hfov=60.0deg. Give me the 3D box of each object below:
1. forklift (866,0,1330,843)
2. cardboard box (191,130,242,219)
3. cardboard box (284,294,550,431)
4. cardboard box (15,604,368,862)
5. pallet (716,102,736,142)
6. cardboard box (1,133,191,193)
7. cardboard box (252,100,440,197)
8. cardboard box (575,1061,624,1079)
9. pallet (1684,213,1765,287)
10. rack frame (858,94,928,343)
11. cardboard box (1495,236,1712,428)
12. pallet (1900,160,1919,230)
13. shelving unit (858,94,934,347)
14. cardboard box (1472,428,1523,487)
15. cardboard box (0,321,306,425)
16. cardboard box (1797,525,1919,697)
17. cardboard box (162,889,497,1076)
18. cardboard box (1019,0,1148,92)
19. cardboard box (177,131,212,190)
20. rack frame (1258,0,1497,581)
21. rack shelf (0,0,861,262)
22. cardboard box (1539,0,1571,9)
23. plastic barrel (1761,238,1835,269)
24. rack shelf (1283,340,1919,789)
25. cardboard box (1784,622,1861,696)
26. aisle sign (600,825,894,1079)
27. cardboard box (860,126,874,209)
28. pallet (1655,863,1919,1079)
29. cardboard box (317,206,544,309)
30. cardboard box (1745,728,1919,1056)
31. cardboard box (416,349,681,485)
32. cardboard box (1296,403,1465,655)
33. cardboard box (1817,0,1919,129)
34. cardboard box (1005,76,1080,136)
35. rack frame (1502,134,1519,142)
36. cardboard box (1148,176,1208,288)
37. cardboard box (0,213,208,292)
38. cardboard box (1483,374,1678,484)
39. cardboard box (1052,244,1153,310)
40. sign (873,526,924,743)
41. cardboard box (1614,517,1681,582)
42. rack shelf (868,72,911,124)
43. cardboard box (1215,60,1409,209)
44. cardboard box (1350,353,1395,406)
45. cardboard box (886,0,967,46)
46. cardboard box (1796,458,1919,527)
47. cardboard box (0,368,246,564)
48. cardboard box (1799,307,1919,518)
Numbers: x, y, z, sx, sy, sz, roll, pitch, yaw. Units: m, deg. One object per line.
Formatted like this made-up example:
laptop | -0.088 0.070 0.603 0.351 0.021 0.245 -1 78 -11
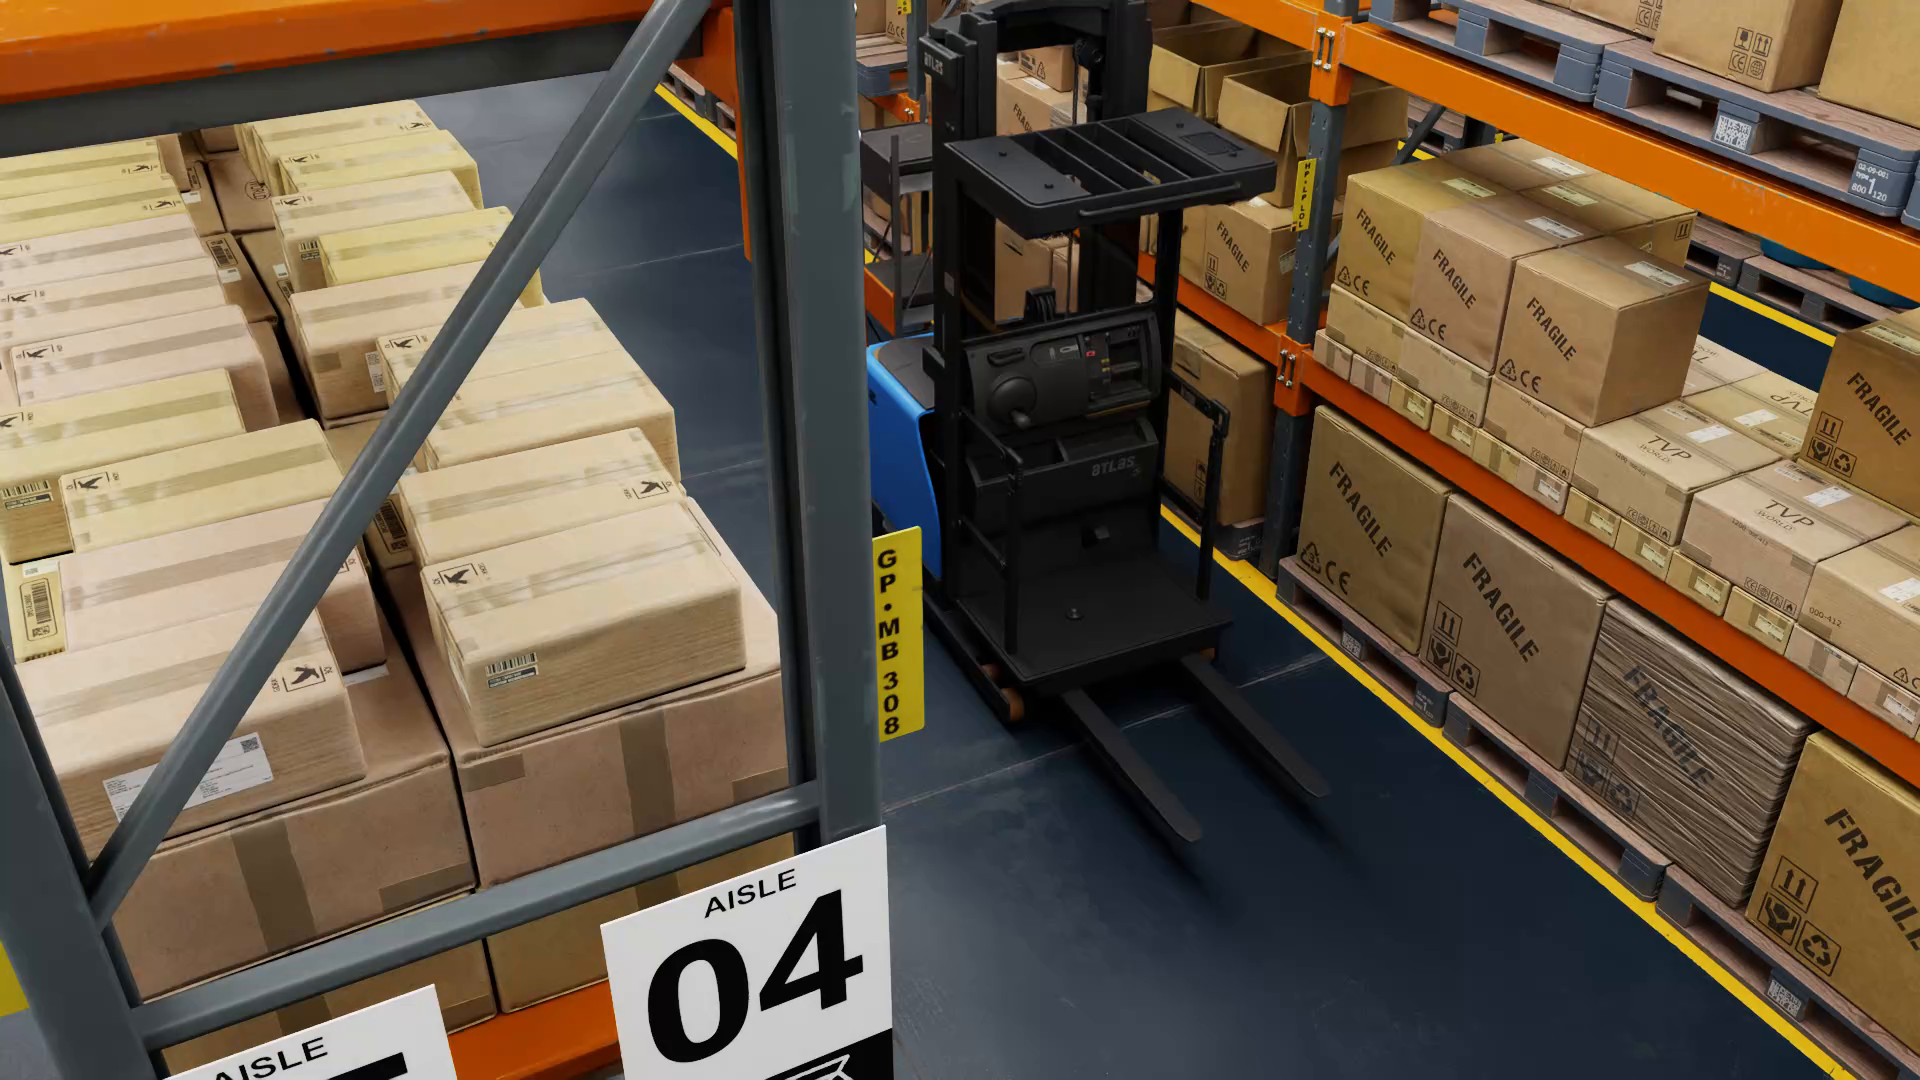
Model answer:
forklift | 0.555 -0.682 7.097 1.130 2.935 3.031 -14 35 -21
cardboard box | -1.767 -1.012 4.444 0.500 0.250 0.500 -17 37 -25
cardboard box | -1.018 -0.279 3.299 0.500 0.250 0.500 -15 36 -23
cardboard box | -0.989 0.237 2.126 0.380 0.149 0.250 -16 36 -24
pallet | -1.370 -3.481 13.988 1.003 0.211 1.213 -16 36 -23
cardboard box | -2.034 -0.890 3.884 0.380 0.149 0.250 -17 36 -25
cardboard box | -1.425 -0.896 3.894 0.380 0.149 0.250 -16 36 -23
cardboard box | -0.548 1.030 3.066 0.500 0.500 0.500 -16 36 -23
pallet | 5.482 -2.242 12.054 1.003 0.211 1.213 -16 36 -23
rack frame | -0.350 -1.308 8.846 0.400 2.100 0.015 -14 35 -21
cardboard box | 2.463 -0.810 6.401 0.500 0.500 0.500 -17 36 -25
pallet | 3.506 -0.877 4.640 1.003 0.211 1.213 -16 36 -23
shelving unit | -0.246 -1.189 8.660 0.431 2.100 0.503 -14 35 -21
cardboard box | 2.329 -0.380 6.795 0.380 0.149 0.250 -16 36 -24
cardboard box | -1.490 -0.155 3.107 0.500 0.250 0.500 -15 36 -22
cardboard box | 3.164 0.231 5.471 0.500 0.250 0.500 -17 36 -24
cardboard box | -1.020 0.549 2.471 0.500 0.250 0.500 -17 36 -24
cardboard box | 0.759 -2.917 9.500 0.797 0.503 0.637 -15 36 -22
cardboard box | -2.199 -0.891 4.254 0.500 0.250 0.500 -16 36 -23
rack frame | 1.996 -1.209 7.856 1.000 3.000 0.127 -16 36 -23
rack shelf | -1.507 -1.277 3.071 1.077 0.370 4.000 -16 36 -23
cardboard box | 2.414 -2.374 6.320 0.700 0.500 0.500 -18 37 -26
plastic barrel | 5.809 -2.350 11.193 0.600 0.901 0.708 -16 36 -23
rack shelf | 2.928 0.049 6.560 1.077 0.370 4.000 -16 36 -23
cardboard box | 3.049 0.355 5.648 0.380 0.149 0.250 -15 36 -22
aisle sign | -0.275 0.764 2.366 0.394 0.787 0.004 -16 36 -23
cardboard box | -0.469 -2.826 12.291 0.700 0.500 0.500 -19 37 -27
pallet | 3.419 1.513 6.193 1.003 0.211 1.213 -16 36 -23
cardboard box | -1.054 -0.527 3.317 0.380 0.149 0.250 -15 35 -22
cardboard box | 3.492 1.133 5.782 0.875 0.875 0.875 -16 36 -23
cardboard box | -0.689 -0.165 2.752 0.380 0.149 0.250 -16 36 -23
cardboard box | 2.233 -0.156 7.793 0.875 0.875 0.875 -16 36 -23
cardboard box | 3.131 -1.592 5.099 0.700 0.500 0.500 -18 37 -26
cardboard box | 0.601 -2.370 9.576 0.500 0.500 0.500 -17 36 -24
rack frame | 4.513 -4.363 12.780 1.000 3.000 0.127 -16 36 -23
cardboard box | 1.312 -1.643 8.441 0.500 0.500 0.500 -15 35 -22
cardboard box | -1.687 -0.503 3.280 0.380 0.149 0.250 -17 36 -24
cardboard box | 2.457 -0.496 6.607 0.500 0.250 0.500 -15 36 -22
cardboard box | 1.262 -1.217 9.450 1.225 0.875 0.875 -17 36 -25
sign | -0.094 0.132 2.173 0.100 0.325 0.005 -16 36 -23
cardboard box | 2.691 -0.011 6.219 0.380 0.149 0.250 -15 36 -22
rack shelf | -0.802 -3.769 12.519 1.077 0.370 4.000 -16 36 -23
cardboard box | 1.691 -1.976 8.031 0.797 0.503 0.637 -17 36 -24
cardboard box | 1.962 -0.753 7.377 0.380 0.149 0.250 -17 36 -25
cardboard box | -0.156 -3.584 11.082 0.500 0.500 0.500 -21 38 -29
cardboard box | 3.397 -0.146 6.060 0.500 0.250 0.500 -17 36 -25
cardboard box | -1.357 -0.127 2.693 0.380 0.149 0.250 -15 36 -22
cardboard box | 3.396 -0.459 5.854 0.500 0.500 0.500 -17 36 -24
